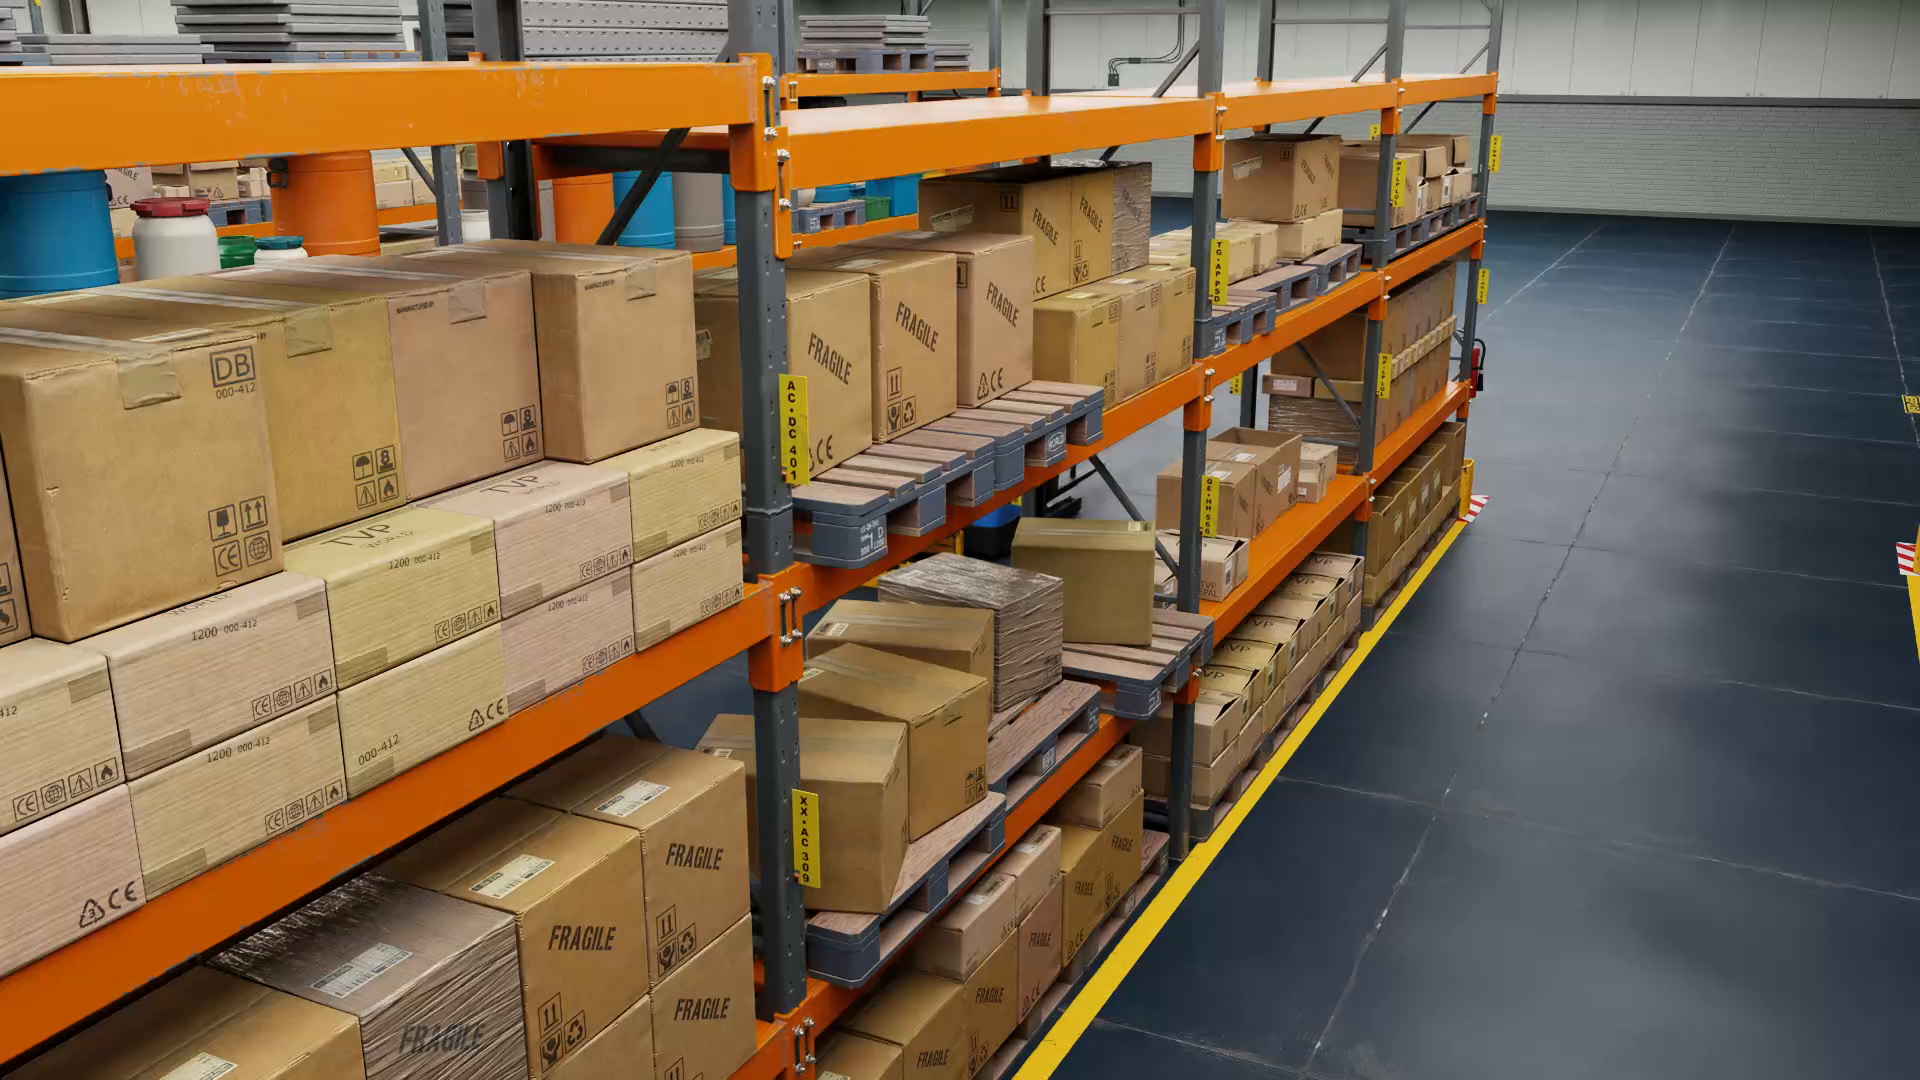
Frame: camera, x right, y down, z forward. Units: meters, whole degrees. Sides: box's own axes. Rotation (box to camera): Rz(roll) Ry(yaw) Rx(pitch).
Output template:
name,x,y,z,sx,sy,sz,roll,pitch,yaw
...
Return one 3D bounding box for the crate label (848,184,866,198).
name,x,y,z,sx,sy,sz,roll,pitch,yaw
crate label,-1.179,-3.324,16.167,0.502,0.251,0.408,8,18,25

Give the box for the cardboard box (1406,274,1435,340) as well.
name,x,y,z,sx,sy,sz,roll,pitch,yaw
cardboard box,3.684,-2.037,14.387,0.700,0.500,0.500,8,18,26

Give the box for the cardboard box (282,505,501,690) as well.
name,x,y,z,sx,sy,sz,roll,pitch,yaw
cardboard box,-1.406,0.102,3.755,0.500,0.250,0.500,8,18,25

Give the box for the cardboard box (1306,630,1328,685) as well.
name,x,y,z,sx,sy,sz,roll,pitch,yaw
cardboard box,2.213,0.776,11.461,0.500,0.250,0.500,9,19,27

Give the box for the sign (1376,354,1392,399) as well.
name,x,y,z,sx,sy,sz,roll,pitch,yaw
sign,3.085,-1.193,12.104,0.100,0.325,0.005,8,18,25

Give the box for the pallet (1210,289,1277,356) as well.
name,x,y,z,sx,sy,sz,roll,pitch,yaw
pallet,1.031,-1.255,9.271,1.213,0.211,1.003,9,19,28

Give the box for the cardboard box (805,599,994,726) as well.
name,x,y,z,sx,sy,sz,roll,pitch,yaw
cardboard box,-0.245,0.588,7.088,0.700,0.500,0.500,3,17,11

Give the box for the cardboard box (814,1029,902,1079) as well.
name,x,y,z,sx,sy,sz,roll,pitch,yaw
cardboard box,-0.545,2.190,6.224,0.500,0.500,0.500,7,18,23

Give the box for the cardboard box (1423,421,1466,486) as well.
name,x,y,z,sx,sy,sz,roll,pitch,yaw
cardboard box,4.409,-0.830,15.549,0.500,0.500,0.500,8,18,25

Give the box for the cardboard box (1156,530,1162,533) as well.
name,x,y,z,sx,sy,sz,roll,pitch,yaw
cardboard box,1.327,0.065,10.205,0.380,0.149,0.250,10,19,29

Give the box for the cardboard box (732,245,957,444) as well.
name,x,y,z,sx,sy,sz,roll,pitch,yaw
cardboard box,-0.410,-0.732,6.089,0.600,0.600,0.600,8,18,25

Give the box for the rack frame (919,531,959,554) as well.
name,x,y,z,sx,sy,sz,roll,pitch,yaw
rack frame,-0.235,-0.585,14.584,0.500,1.500,0.032,8,18,25

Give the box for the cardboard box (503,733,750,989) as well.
name,x,y,z,sx,sy,sz,roll,pitch,yaw
cardboard box,-0.974,0.930,4.920,0.500,0.500,0.500,8,18,26

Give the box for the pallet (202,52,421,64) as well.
name,x,y,z,sx,sy,sz,roll,pitch,yaw
pallet,-3.972,-2.768,9.800,1.213,0.211,1.003,8,18,25

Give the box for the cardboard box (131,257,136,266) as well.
name,x,y,z,sx,sy,sz,roll,pitch,yaw
cardboard box,-9.956,-3.615,19.991,0.875,0.550,0.550,8,18,25

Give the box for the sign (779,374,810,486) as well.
name,x,y,z,sx,sy,sz,roll,pitch,yaw
sign,-0.491,-0.323,4.894,0.100,0.325,0.005,8,18,25

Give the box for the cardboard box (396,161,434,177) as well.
name,x,y,z,sx,sy,sz,roll,pitch,yaw
cardboard box,-5.575,-3.815,17.122,0.380,0.149,0.250,9,19,27

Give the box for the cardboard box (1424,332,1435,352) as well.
name,x,y,z,sx,sy,sz,roll,pitch,yaw
cardboard box,3.921,-1.736,14.511,0.380,0.149,0.250,9,19,27

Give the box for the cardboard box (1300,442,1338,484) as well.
name,x,y,z,sx,sy,sz,roll,pitch,yaw
cardboard box,2.414,-0.540,12.062,0.500,0.250,0.500,9,19,29

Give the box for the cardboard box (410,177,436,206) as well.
name,x,y,z,sx,sy,sz,roll,pitch,yaw
cardboard box,-5.603,-3.587,17.054,0.500,0.250,0.500,8,18,25

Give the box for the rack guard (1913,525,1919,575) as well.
name,x,y,z,sx,sy,sz,roll,pitch,yaw
rack guard,8.782,0.086,14.084,1.175,0.500,0.348,8,18,25

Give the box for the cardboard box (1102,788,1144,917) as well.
name,x,y,z,sx,sy,sz,roll,pitch,yaw
cardboard box,0.600,1.532,8.442,0.500,0.500,0.500,9,19,28

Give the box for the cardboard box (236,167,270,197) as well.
name,x,y,z,sx,sy,sz,roll,pitch,yaw
cardboard box,-6.596,-3.326,15.411,0.396,0.266,0.258,9,19,27

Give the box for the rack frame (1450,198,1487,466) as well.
name,x,y,z,sx,sy,sz,roll,pitch,yaw
rack frame,4.382,-1.761,15.912,1.000,3.000,0.127,8,18,25

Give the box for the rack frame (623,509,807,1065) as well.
name,x,y,z,sx,sy,sz,roll,pitch,yaw
rack frame,-0.980,1.295,5.621,1.000,3.000,0.127,8,18,25

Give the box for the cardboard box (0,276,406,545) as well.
name,x,y,z,sx,sy,sz,roll,pitch,yaw
cardboard box,-1.731,-0.304,3.804,0.700,0.500,0.500,8,18,25

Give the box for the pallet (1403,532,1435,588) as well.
name,x,y,z,sx,sy,sz,roll,pitch,yaw
pallet,3.532,0.085,14.593,1.003,0.211,1.213,8,18,25

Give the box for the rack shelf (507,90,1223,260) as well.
name,x,y,z,sx,sy,sz,roll,pitch,yaw
rack shelf,-0.086,-1.553,6.641,1.077,0.370,4.000,8,18,25

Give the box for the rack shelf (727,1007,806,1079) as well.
name,x,y,z,sx,sy,sz,roll,pitch,yaw
rack shelf,-1.873,2.150,4.008,1.077,0.370,4.000,8,18,25

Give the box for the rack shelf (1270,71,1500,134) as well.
name,x,y,z,sx,sy,sz,roll,pitch,yaw
rack shelf,3.489,-3.591,13.502,1.077,0.370,4.000,8,18,25

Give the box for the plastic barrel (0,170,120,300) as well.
name,x,y,z,sx,sy,sz,roll,pitch,yaw
plastic barrel,-4.783,-1.670,8.717,0.600,0.901,0.708,8,18,25

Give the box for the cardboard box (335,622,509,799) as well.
name,x,y,z,sx,sy,sz,roll,pitch,yaw
cardboard box,-1.408,0.341,3.827,0.500,0.250,0.500,8,18,25

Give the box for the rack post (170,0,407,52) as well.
name,x,y,z,sx,sy,sz,roll,pitch,yaw
rack post,-3.909,-3.005,9.694,0.954,0.300,0.937,8,18,25

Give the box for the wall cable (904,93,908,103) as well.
name,x,y,z,sx,sy,sz,roll,pitch,yaw
wall cable,-2.999,-14.462,53.591,3.097,2.526,0.112,8,18,25

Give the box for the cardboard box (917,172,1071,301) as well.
name,x,y,z,sx,sy,sz,roll,pitch,yaw
cardboard box,0.151,-1.319,7.221,0.500,0.500,0.500,8,18,25

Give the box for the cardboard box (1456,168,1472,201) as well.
name,x,y,z,sx,sy,sz,roll,pitch,yaw
cardboard box,4.104,-3.069,14.326,0.500,0.250,0.500,8,18,25

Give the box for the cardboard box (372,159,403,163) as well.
name,x,y,z,sx,sy,sz,roll,pitch,yaw
cardboard box,-6.043,-3.885,17.358,0.380,0.149,0.250,7,18,24

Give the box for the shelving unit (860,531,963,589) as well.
name,x,y,z,sx,sy,sz,roll,pitch,yaw
shelving unit,-0.467,-0.453,14.141,0.587,1.500,1.083,8,18,25

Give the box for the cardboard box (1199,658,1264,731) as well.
name,x,y,z,sx,sy,sz,roll,pitch,yaw
cardboard box,1.532,0.893,10.080,0.500,0.311,0.500,8,18,24

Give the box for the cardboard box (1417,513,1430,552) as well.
name,x,y,z,sx,sy,sz,roll,pitch,yaw
cardboard box,3.748,-0.087,14.365,0.500,0.250,0.500,8,18,25

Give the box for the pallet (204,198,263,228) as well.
name,x,y,z,sx,sy,sz,roll,pitch,yaw
pallet,-7.097,-2.943,14.953,1.213,0.211,1.003,8,18,25

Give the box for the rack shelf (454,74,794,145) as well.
name,x,y,z,sx,sy,sz,roll,pitch,yaw
rack shelf,-2.728,-3.203,12.196,1.077,0.370,4.000,8,18,25

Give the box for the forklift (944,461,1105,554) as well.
name,x,y,z,sx,sy,sz,roll,pitch,yaw
forklift,0.526,-1.654,15.672,1.130,2.935,3.031,8,18,25

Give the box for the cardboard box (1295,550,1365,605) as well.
name,x,y,z,sx,sy,sz,roll,pitch,yaw
cardboard box,2.671,0.245,12.263,0.500,0.311,0.500,8,18,25

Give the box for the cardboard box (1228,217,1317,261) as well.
name,x,y,z,sx,sy,sz,roll,pitch,yaw
cardboard box,2.068,-2.014,11.019,0.500,0.250,0.500,6,18,20

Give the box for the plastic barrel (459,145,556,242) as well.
name,x,y,z,sx,sy,sz,roll,pitch,yaw
plastic barrel,-3.061,-2.215,11.289,0.600,0.901,0.600,0,17,0

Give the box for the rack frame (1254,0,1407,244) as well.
name,x,y,z,sx,sy,sz,roll,pitch,yaw
rack frame,2.595,-3.618,11.627,1.000,3.000,0.127,8,18,25

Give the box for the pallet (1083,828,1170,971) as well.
name,x,y,z,sx,sy,sz,roll,pitch,yaw
pallet,0.440,1.799,8.824,1.003,0.211,1.213,8,18,25

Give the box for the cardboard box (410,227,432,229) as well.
name,x,y,z,sx,sy,sz,roll,pitch,yaw
cardboard box,-5.864,-3.078,17.891,0.500,0.500,0.500,8,18,25

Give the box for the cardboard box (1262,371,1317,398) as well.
name,x,y,z,sx,sy,sz,roll,pitch,yaw
cardboard box,2.525,-1.198,12.700,0.380,0.149,0.250,8,18,25

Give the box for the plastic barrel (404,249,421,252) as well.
name,x,y,z,sx,sy,sz,roll,pitch,yaw
plastic barrel,-3.557,-1.788,11.005,0.294,0.245,0.294,0,17,0

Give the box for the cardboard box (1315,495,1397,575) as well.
name,x,y,z,sx,sy,sz,roll,pitch,yaw
cardboard box,3.082,-0.063,12.970,0.500,0.500,0.500,8,18,25

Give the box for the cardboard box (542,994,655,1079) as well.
name,x,y,z,sx,sy,sz,roll,pitch,yaw
cardboard box,-1.203,1.539,4.625,0.500,0.500,0.500,9,19,27

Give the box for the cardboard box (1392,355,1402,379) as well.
name,x,y,z,sx,sy,sz,roll,pitch,yaw
cardboard box,3.344,-1.405,13.399,0.380,0.149,0.250,7,18,24

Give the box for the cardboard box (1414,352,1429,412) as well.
name,x,y,z,sx,sy,sz,roll,pitch,yaw
cardboard box,3.705,-1.432,14.627,0.700,0.500,0.500,8,18,26

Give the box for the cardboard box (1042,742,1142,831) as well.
name,x,y,z,sx,sy,sz,roll,pitch,yaw
cardboard box,0.578,1.187,8.285,0.500,0.250,0.500,9,19,27
